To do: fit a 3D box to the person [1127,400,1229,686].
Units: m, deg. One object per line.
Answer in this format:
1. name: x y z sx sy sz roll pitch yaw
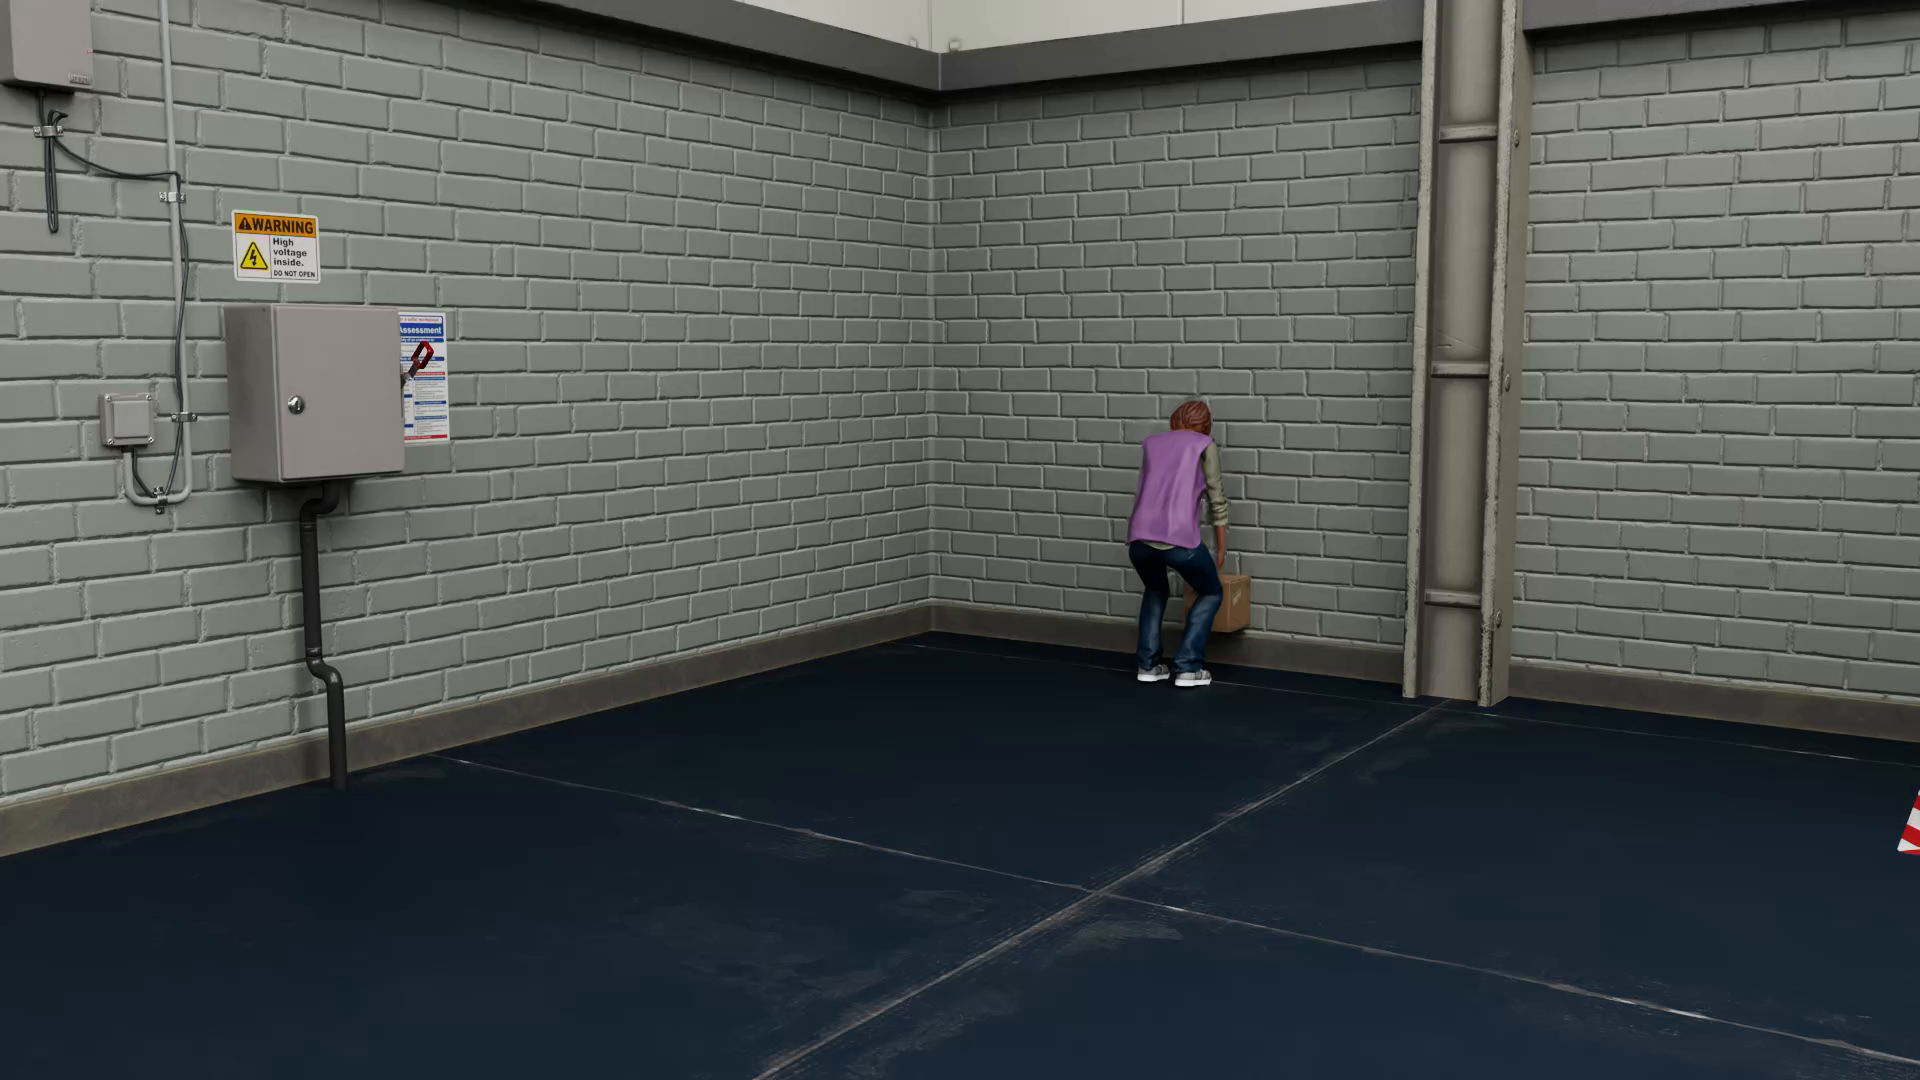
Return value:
1. person: 0.998 0.021 7.808 0.462 1.311 0.639 4 8 34
